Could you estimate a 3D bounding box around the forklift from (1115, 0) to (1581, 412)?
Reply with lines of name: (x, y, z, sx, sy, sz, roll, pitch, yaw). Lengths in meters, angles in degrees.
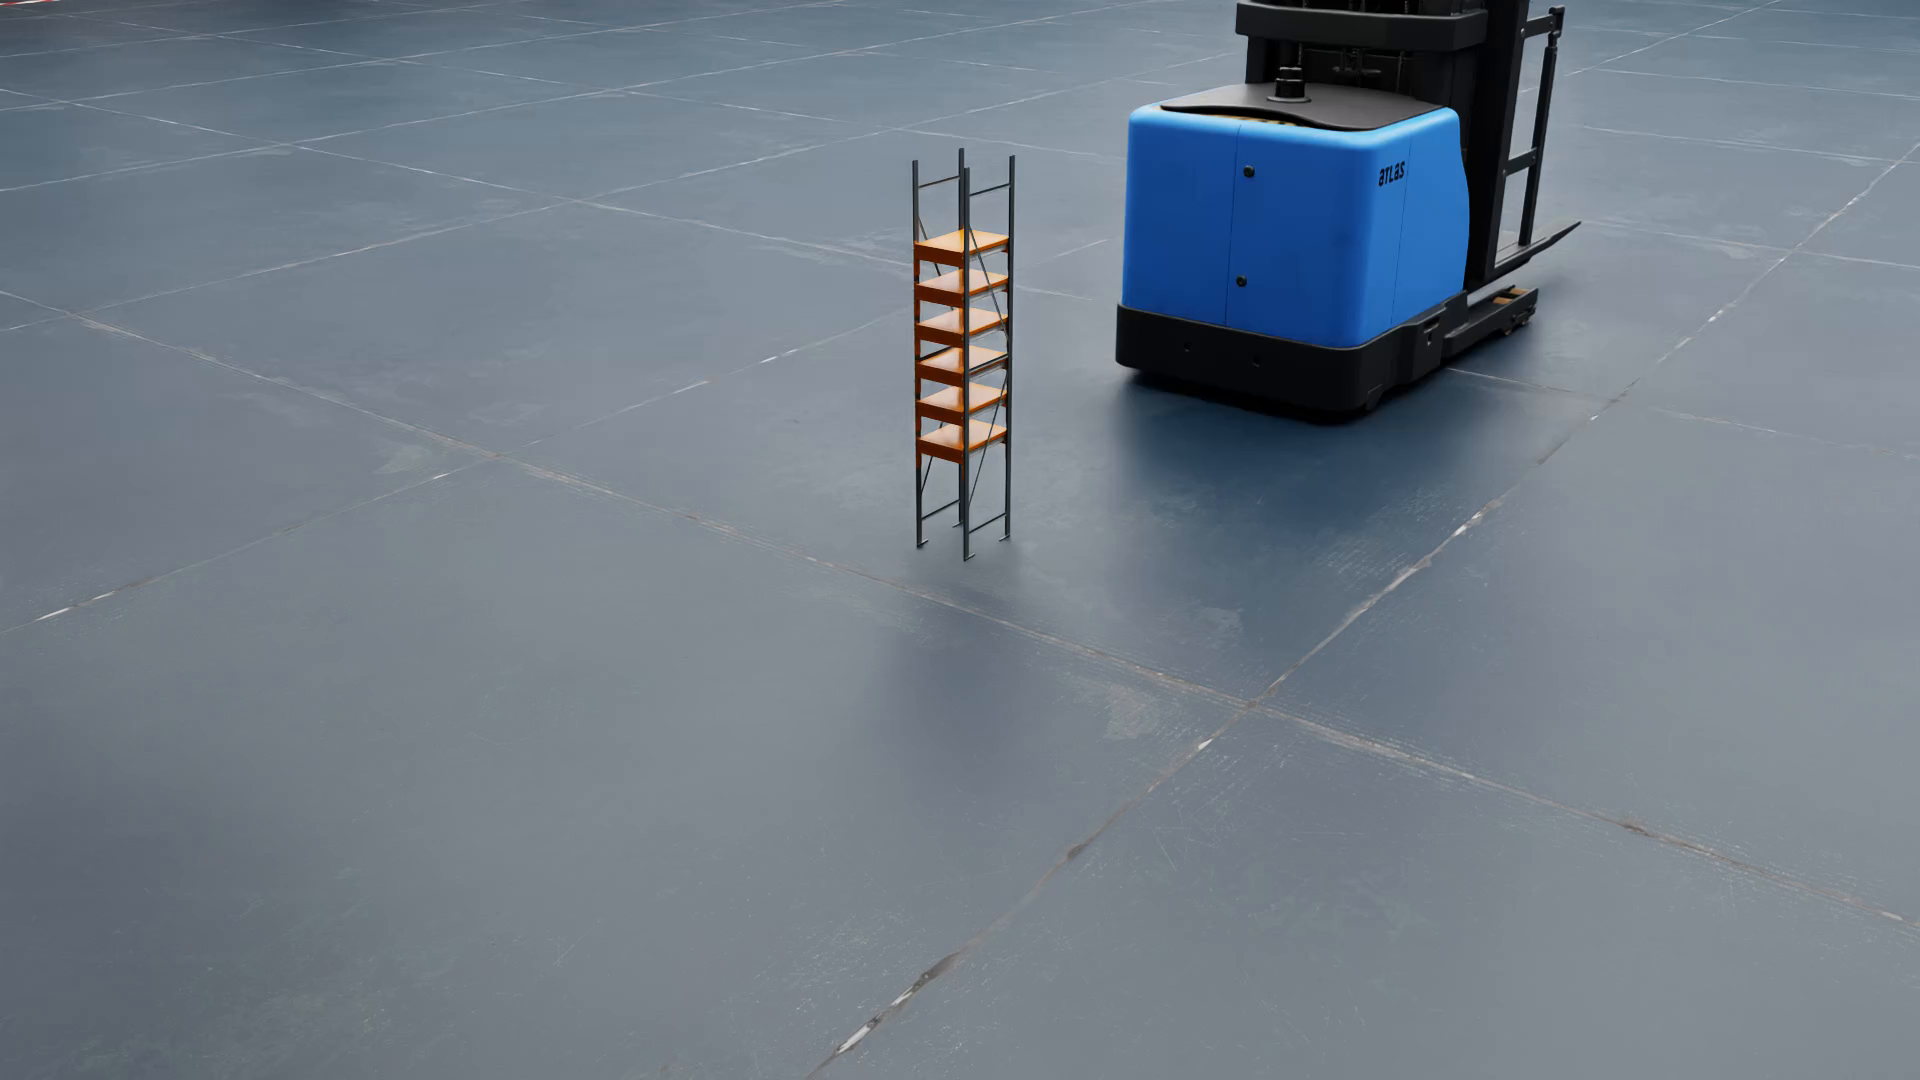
forklift: (1.925, -2.345, 6.937, 1.130, 2.935, 3.031, 17, 29, 34)

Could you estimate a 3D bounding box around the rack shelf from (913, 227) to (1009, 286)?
rack shelf: (0.012, -0.834, 4.873, 0.180, 0.103, 0.258, 17, 29, 33)

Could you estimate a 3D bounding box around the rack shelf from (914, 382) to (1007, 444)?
rack shelf: (0.012, -0.395, 5.066, 0.180, 0.103, 0.258, 17, 29, 33)

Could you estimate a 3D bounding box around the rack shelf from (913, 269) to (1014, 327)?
rack shelf: (0.012, -0.725, 4.921, 0.180, 0.103, 0.258, 17, 29, 33)

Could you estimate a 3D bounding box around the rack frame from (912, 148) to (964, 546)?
rack frame: (-0.062, -0.568, 5.050, 0.006, 1.200, 0.240, 17, 29, 33)

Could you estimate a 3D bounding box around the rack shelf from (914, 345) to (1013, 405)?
rack shelf: (0.012, -0.505, 5.018, 0.180, 0.103, 0.258, 17, 29, 33)

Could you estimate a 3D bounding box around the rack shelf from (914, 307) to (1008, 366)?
rack shelf: (0.012, -0.615, 4.970, 0.180, 0.103, 0.258, 17, 29, 33)

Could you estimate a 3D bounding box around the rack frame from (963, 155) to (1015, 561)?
rack frame: (0.085, -0.523, 4.950, 0.006, 1.200, 0.240, 17, 29, 33)

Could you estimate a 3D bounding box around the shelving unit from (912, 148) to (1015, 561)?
shelving unit: (0.012, -0.546, 5.000, 0.189, 1.200, 0.258, 17, 29, 33)

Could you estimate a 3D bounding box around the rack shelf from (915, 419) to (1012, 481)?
rack shelf: (0.012, -0.285, 5.115, 0.180, 0.103, 0.258, 17, 29, 33)
